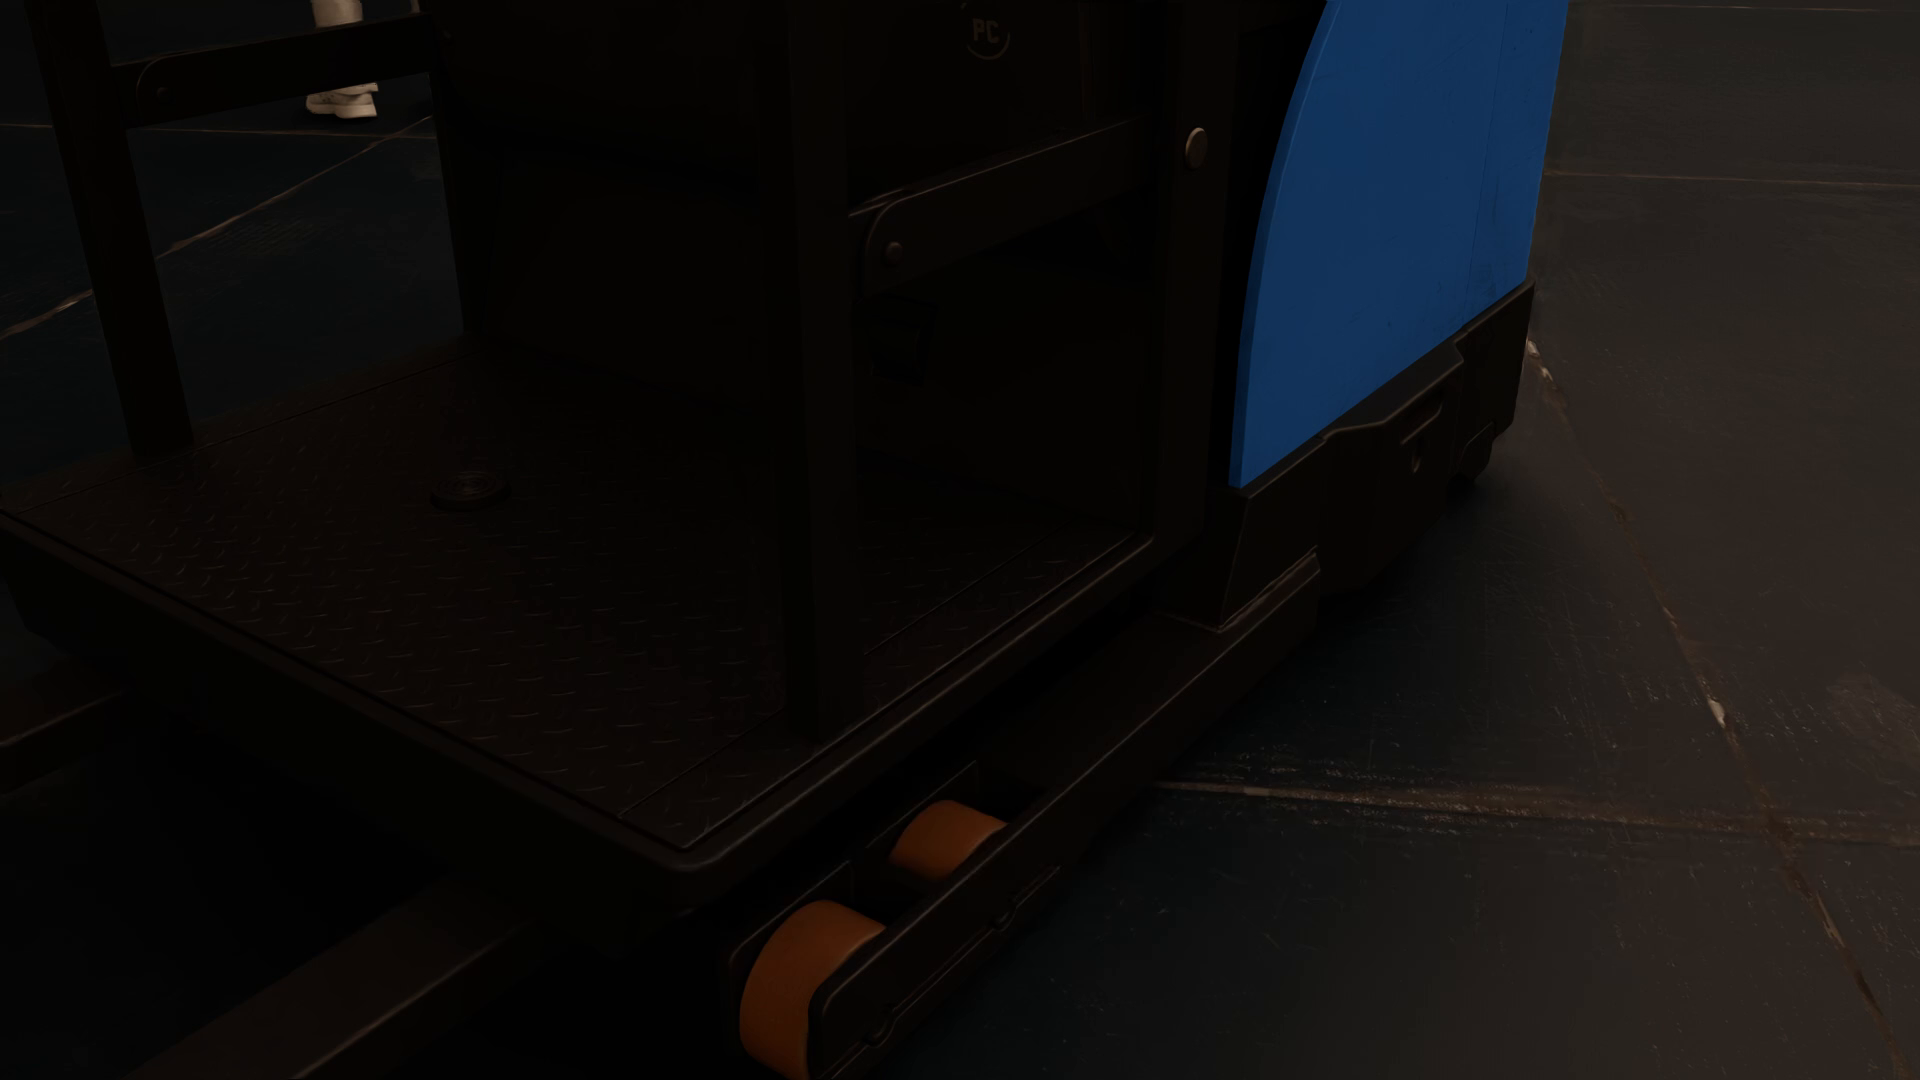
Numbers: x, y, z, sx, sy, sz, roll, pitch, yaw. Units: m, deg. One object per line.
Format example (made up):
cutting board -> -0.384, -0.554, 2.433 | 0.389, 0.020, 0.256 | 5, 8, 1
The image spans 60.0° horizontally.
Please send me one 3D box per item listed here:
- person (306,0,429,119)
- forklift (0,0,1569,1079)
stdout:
person -> -1.744, -2.129, 4.793 | 0.651, 1.779, 0.459 | -14, 30, -26
forklift -> -0.357, -1.061, 1.343 | 1.130, 2.935, 3.031 | 18, 32, 32
